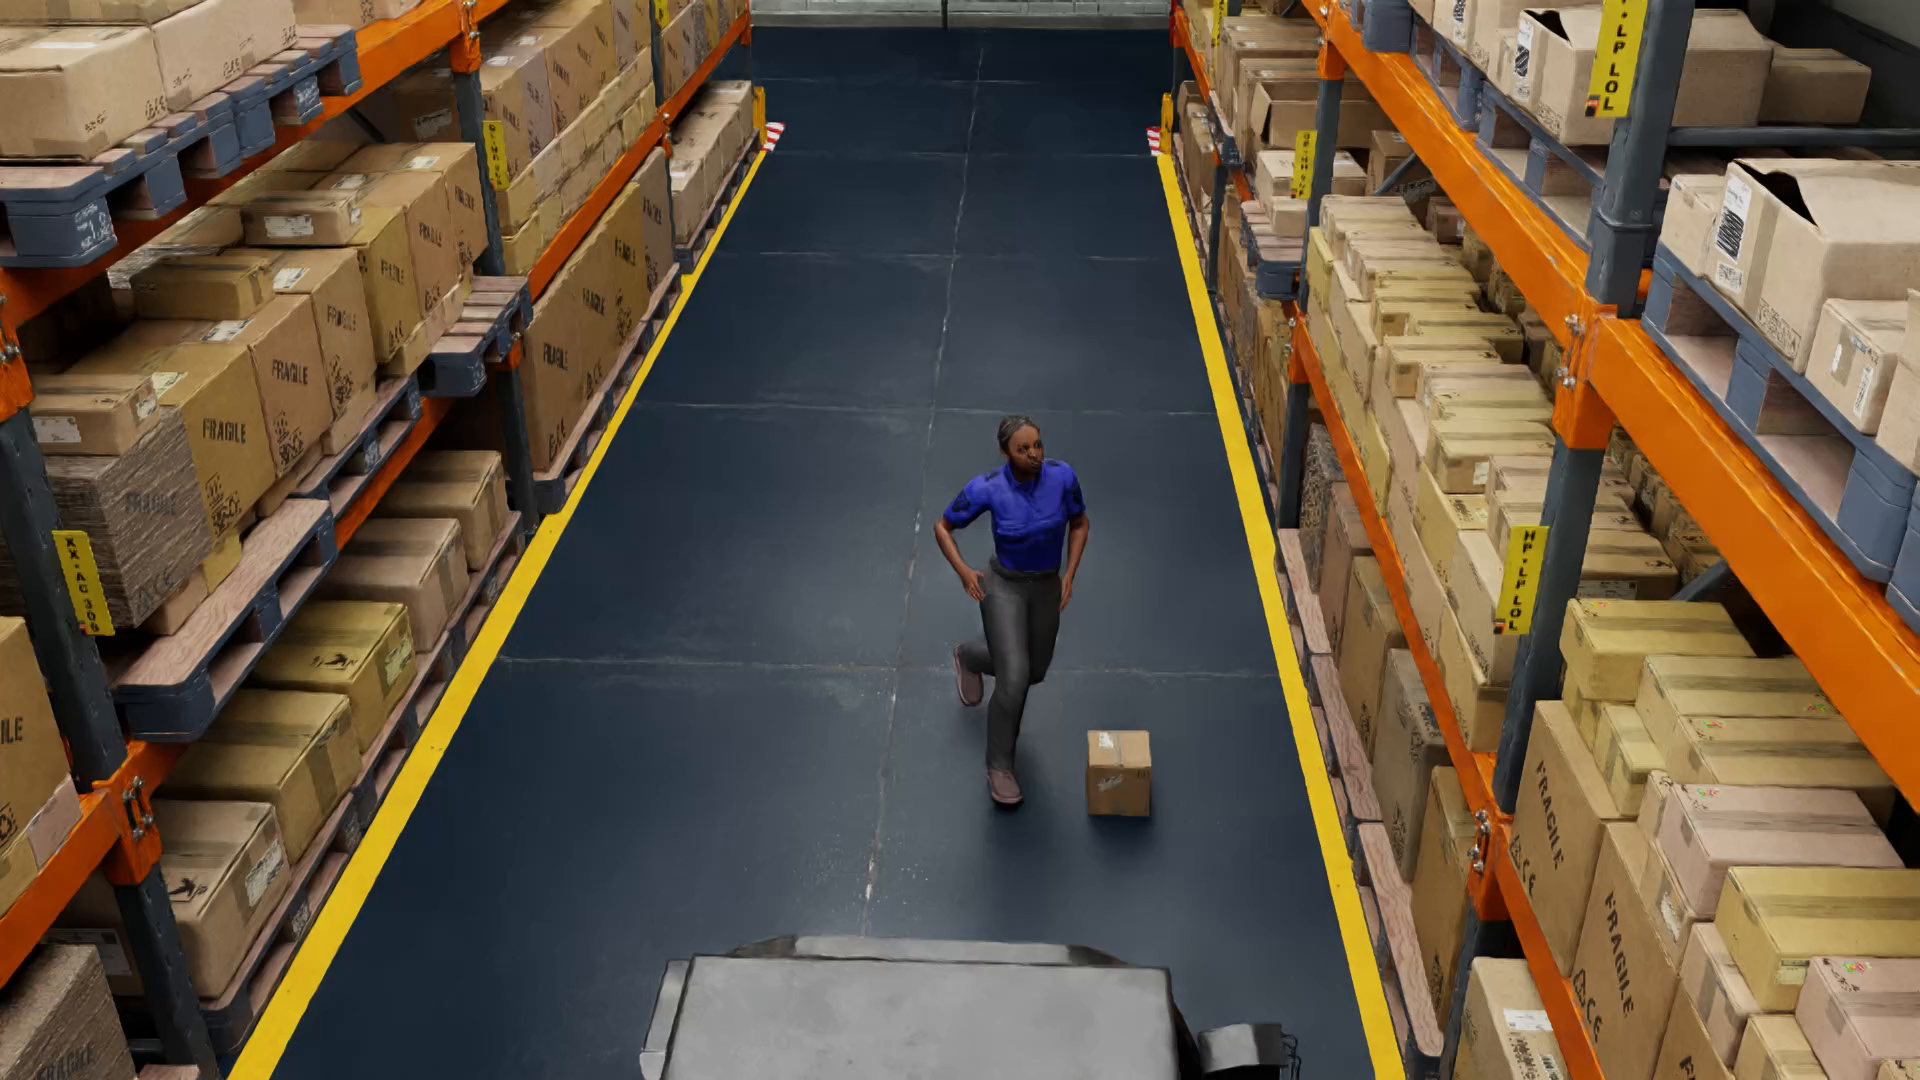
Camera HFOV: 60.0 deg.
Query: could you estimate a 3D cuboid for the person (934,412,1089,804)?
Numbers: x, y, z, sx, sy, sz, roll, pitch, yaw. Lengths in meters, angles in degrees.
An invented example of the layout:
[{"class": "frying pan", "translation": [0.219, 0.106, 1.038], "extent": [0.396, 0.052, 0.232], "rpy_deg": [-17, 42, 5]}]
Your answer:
[{"class": "person", "translation": [0.240, 0.187, 6.899], "extent": [0.637, 1.524, 0.910], "rpy_deg": [-15, 31, -25]}]
